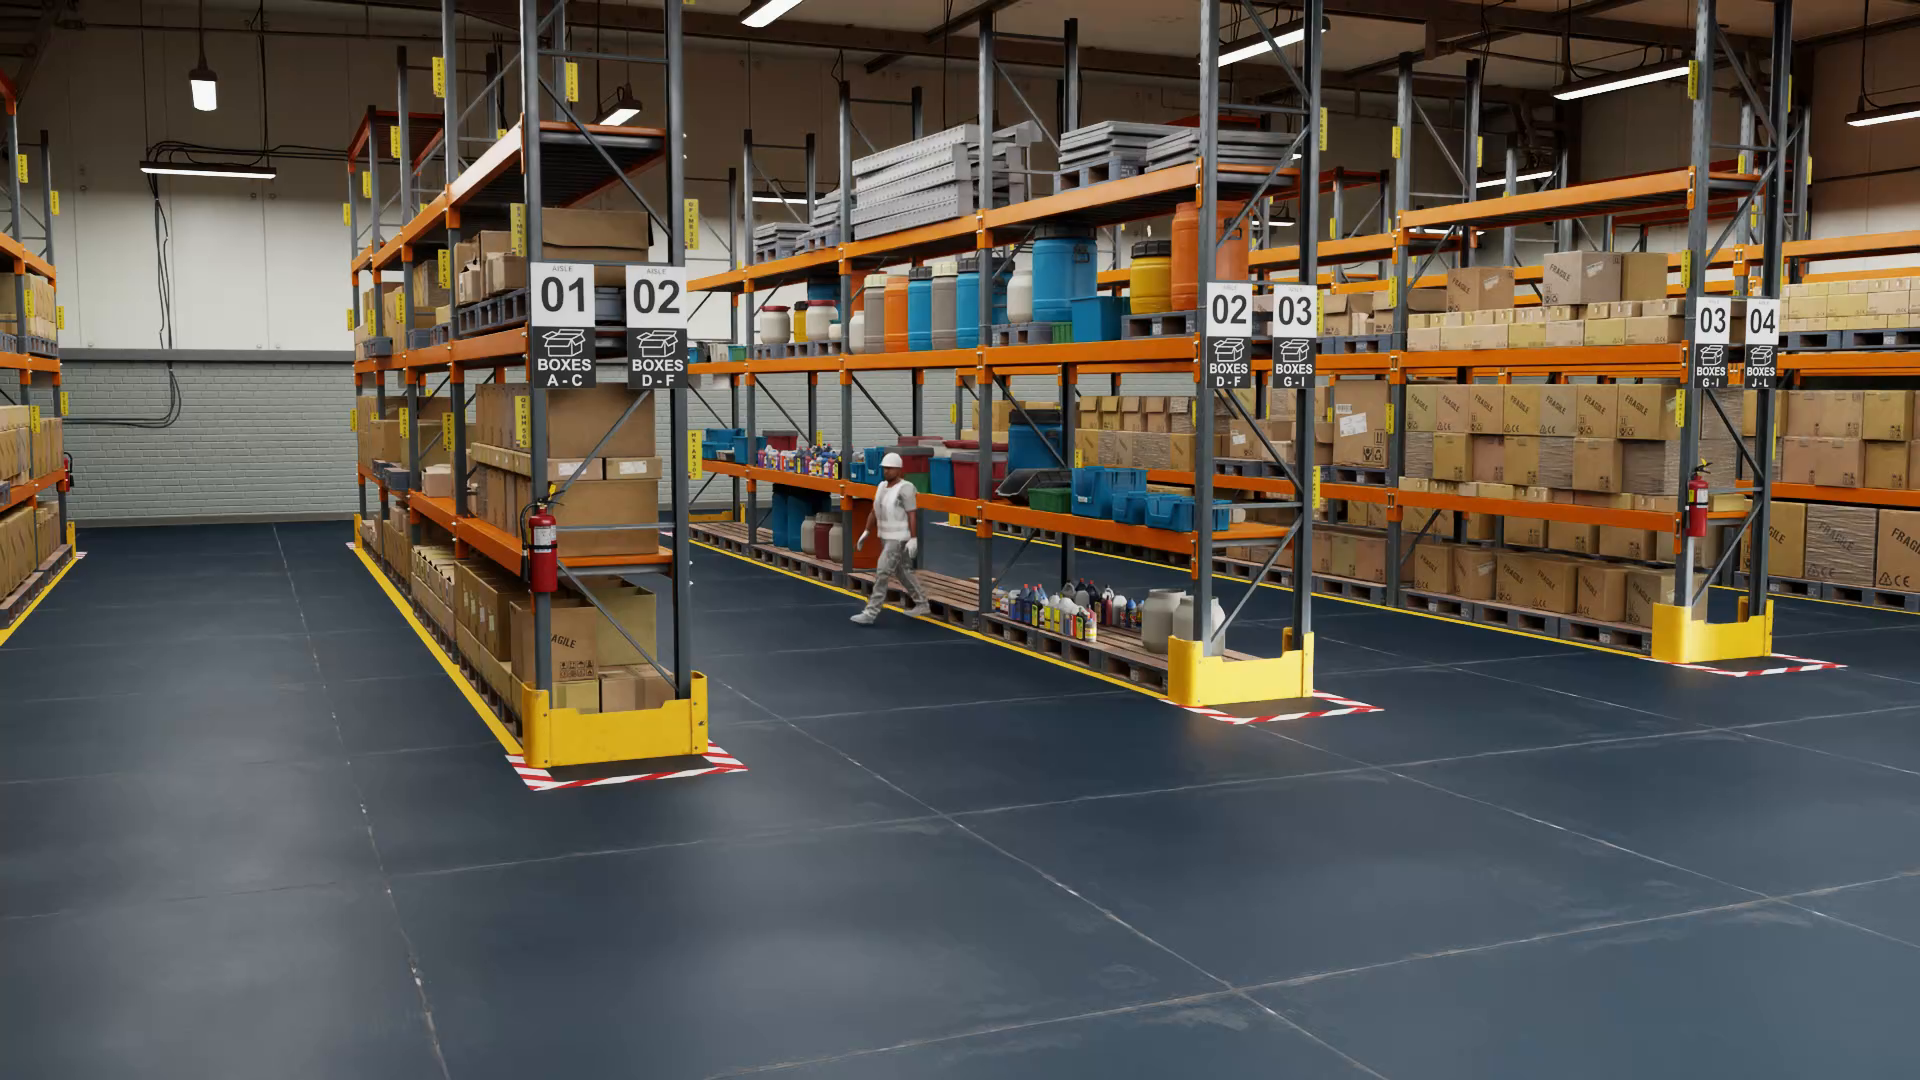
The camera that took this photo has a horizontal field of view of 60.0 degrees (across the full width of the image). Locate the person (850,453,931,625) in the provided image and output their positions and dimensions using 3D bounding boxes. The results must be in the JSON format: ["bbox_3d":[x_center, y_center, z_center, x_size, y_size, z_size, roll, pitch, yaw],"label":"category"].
[{"bbox_3d":[-0.705,-0.018,16.974,0.959,1.749,0.577,-3,6,-28],"label":"person"}]
